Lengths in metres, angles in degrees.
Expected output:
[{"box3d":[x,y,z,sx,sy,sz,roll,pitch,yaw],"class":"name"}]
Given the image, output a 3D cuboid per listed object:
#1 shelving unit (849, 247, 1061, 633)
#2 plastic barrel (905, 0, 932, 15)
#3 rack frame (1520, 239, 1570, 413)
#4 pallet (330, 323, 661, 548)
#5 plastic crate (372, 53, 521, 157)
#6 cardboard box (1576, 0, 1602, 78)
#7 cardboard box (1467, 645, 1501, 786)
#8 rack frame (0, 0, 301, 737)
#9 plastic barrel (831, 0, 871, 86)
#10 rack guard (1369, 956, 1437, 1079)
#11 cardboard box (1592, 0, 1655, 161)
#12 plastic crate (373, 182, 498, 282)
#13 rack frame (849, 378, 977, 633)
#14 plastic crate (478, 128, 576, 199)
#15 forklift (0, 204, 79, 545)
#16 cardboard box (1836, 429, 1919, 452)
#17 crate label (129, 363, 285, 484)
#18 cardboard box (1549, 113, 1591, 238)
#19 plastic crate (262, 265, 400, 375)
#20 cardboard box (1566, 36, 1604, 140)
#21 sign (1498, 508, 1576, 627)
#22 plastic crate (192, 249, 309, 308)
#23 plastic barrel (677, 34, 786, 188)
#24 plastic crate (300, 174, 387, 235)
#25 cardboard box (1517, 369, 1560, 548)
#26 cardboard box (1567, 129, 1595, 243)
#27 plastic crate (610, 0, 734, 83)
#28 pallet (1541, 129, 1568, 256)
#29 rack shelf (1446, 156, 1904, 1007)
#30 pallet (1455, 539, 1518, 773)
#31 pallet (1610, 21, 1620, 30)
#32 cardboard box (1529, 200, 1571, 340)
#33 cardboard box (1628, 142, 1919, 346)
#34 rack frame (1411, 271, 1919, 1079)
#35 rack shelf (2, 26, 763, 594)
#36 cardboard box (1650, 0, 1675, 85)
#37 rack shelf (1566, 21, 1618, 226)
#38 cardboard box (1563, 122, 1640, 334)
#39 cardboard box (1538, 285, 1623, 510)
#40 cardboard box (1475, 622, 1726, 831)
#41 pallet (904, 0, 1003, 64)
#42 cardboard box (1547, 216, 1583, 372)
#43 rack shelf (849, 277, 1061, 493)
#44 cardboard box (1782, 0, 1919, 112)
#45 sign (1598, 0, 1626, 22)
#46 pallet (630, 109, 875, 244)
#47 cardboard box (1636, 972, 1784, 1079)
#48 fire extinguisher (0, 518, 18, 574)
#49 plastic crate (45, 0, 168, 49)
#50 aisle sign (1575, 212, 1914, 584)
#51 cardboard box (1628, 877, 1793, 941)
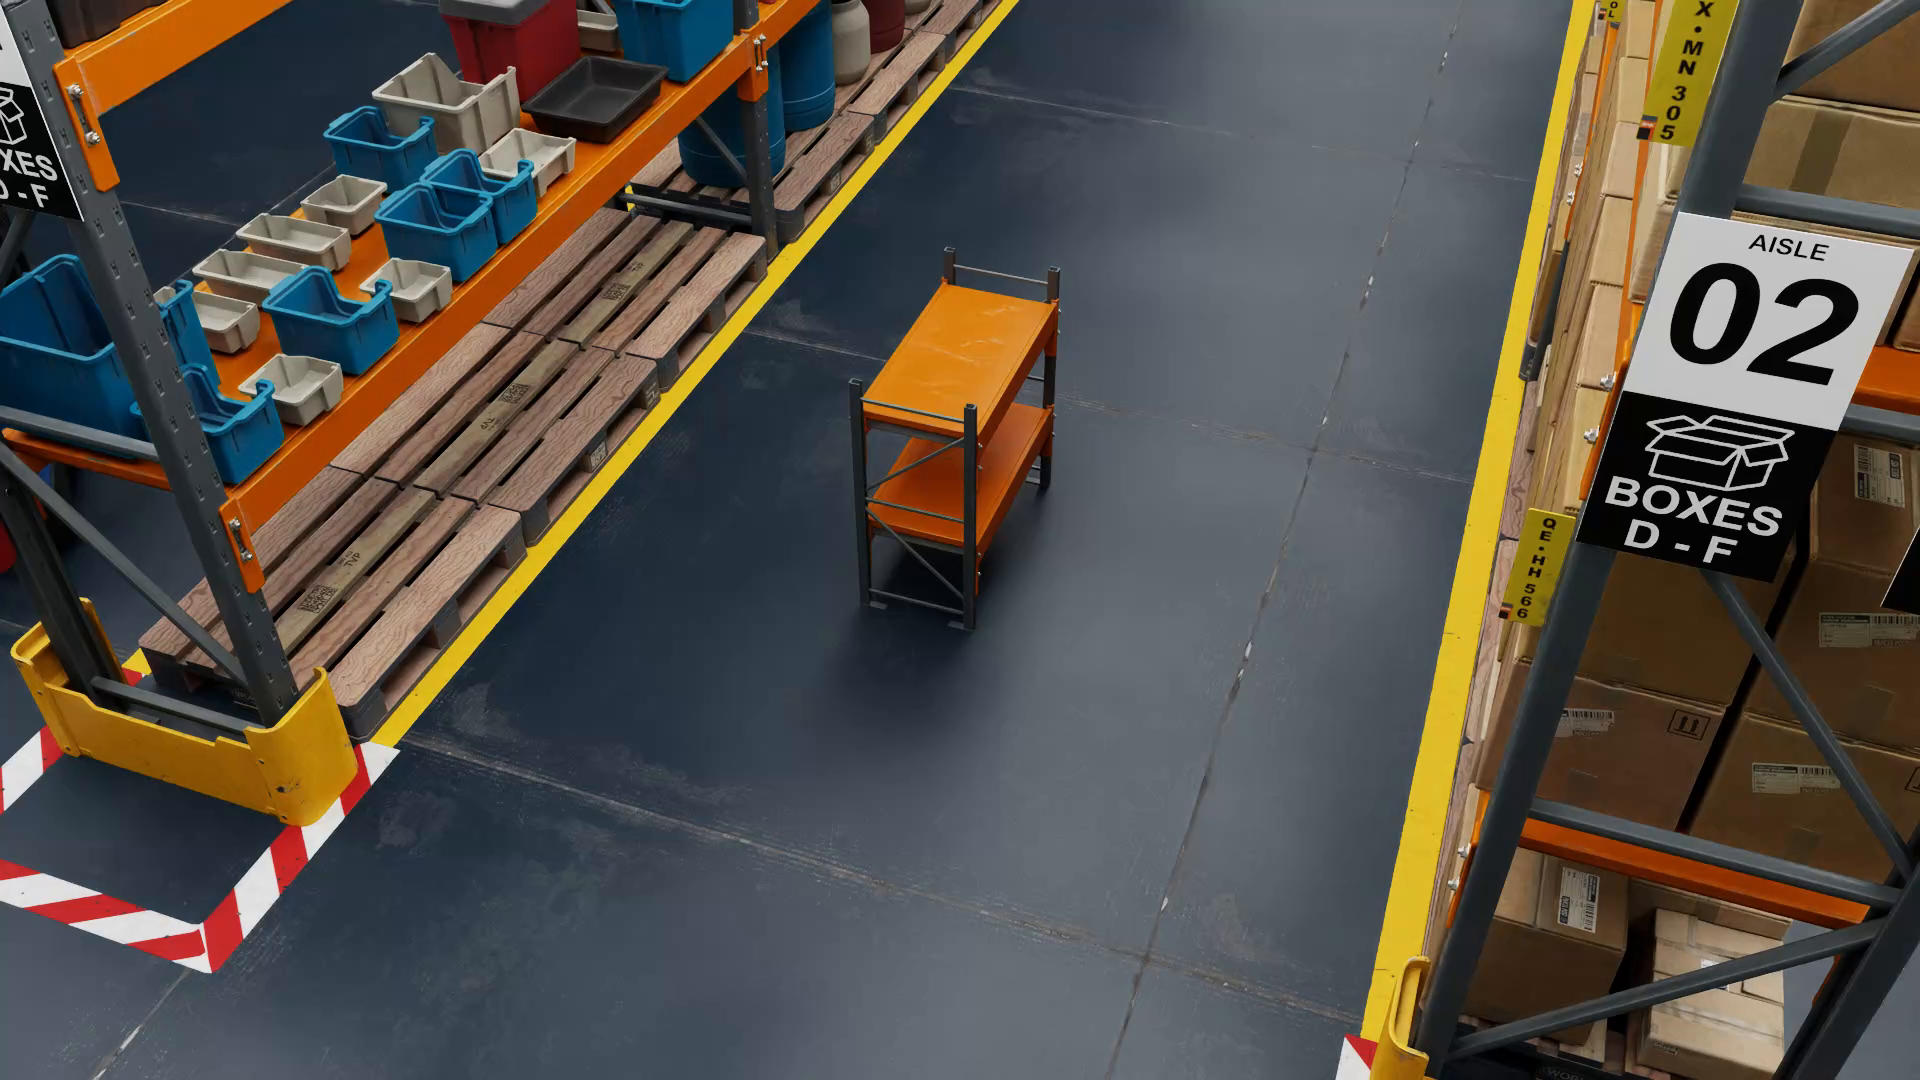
[{"box3d":[-0.002,-0.424,6.880,0.538,1.125,1.048,13,42,15],"class":"shelving unit"},{"box3d":[-0.373,-3.766,10.947,0.421,0.512,0.421,0,40,0],"class":"plastic barrel"},{"box3d":[3.173,-1.678,6.906,1.000,3.000,0.127,13,42,15],"class":"rack frame"},{"box3d":[-2.111,-0.515,7.691,1.003,0.211,1.213,13,42,15],"class":"pallet"},{"box3d":[-2.175,-1.867,7.172,0.437,0.282,0.530,13,42,15],"class":"plastic crate"},{"box3d":[4.117,-3.120,10.183,0.500,0.500,0.500,15,43,17],"class":"cardboard box"},{"box3d":[2.113,0.681,5.920,0.500,0.250,0.500,13,42,15],"class":"cardboard box"},{"box3d":[-2.848,-0.340,5.337,1.000,3.000,0.127,13,42,15],"class":"rack frame"},{"box3d":[-0.759,-3.078,10.139,0.421,0.512,0.421,0,40,0],"class":"plastic barrel"},{"box3d":[1.831,1.666,4.912,1.175,0.500,0.348,13,42,15],"class":"rack guard"},{"box3d":[2.572,-1.557,5.916,0.500,0.500,0.500,12,42,14],"class":"cardboard box"},{"box3d":[-2.004,-1.180,6.404,0.416,0.233,0.300,13,42,15],"class":"plastic crate"},{"box3d":[-0.176,-0.114,6.517,0.500,1.125,0.032,13,42,15],"class":"rack frame"},{"box3d":[-1.793,-1.573,6.940,0.293,0.136,0.466,13,42,15],"class":"plastic crate"},{"box3d":[-4.900,-1.814,7.117,1.130,2.935,3.031,-16,43,-18],"class":"forklift"},{"box3d":[2.377,-0.189,4.314,0.500,0.500,0.500,14,42,16],"class":"cardboard box"},{"box3d":[-2.454,-0.377,5.463,0.416,0.233,0.303,13,42,15],"class":"crate label"},{"box3d":[3.421,-1.864,8.711,0.500,0.500,0.500,14,42,16],"class":"cardboard box"},{"box3d":[-2.229,-0.778,5.934,0.416,0.233,0.300,13,42,15],"class":"plastic crate"},{"box3d":[3.767,-2.495,9.450,0.500,0.500,0.500,13,42,15],"class":"cardboard box"},{"box3d":[1.291,0.066,3.727,0.100,0.325,0.005,13,42,15],"class":"sign"},{"box3d":[-2.627,-0.974,6.237,0.396,0.136,0.243,13,42,15],"class":"plastic crate"},{"box3d":[-1.278,-2.469,9.126,0.600,0.901,0.708,13,42,15],"class":"plastic barrel"},{"box3d":[-2.471,-1.334,6.659,0.298,0.136,0.250,13,42,15],"class":"plastic crate"},{"box3d":[2.053,-0.230,5.132,0.500,0.500,0.500,14,42,15],"class":"cardboard box"},{"box3d":[2.743,-1.466,6.580,0.500,0.500,0.500,14,43,16],"class":"cardboard box"},{"box3d":[-1.319,-2.436,7.760,0.392,0.384,0.575,13,42,15],"class":"plastic crate"},{"box3d":[3.831,-1.868,9.277,1.003,0.211,1.213,13,42,15],"class":"pallet"},{"box3d":[2.489,-0.185,5.709,1.077,0.370,4.000,13,42,15],"class":"rack shelf"},{"box3d":[2.522,0.548,6.445,1.003,0.211,1.213,13,42,15],"class":"pallet"},{"box3d":[3.880,-2.858,8.436,1.003,0.211,1.213,13,42,15],"class":"pallet"},{"box3d":[3.073,-1.259,8.002,0.500,0.500,0.500,13,42,15],"class":"cardboard box"},{"box3d":[1.733,-0.694,3.557,0.500,0.250,0.500,13,42,15],"class":"cardboard box"},{"box3d":[1.805,0.762,4.046,1.000,3.000,0.127,13,42,15],"class":"rack frame"},{"box3d":[-2.164,-1.286,7.001,1.077,0.370,4.000,13,42,15],"class":"rack shelf"},{"box3d":[2.073,-1.305,4.273,0.500,0.250,0.500,13,42,15],"class":"cardboard box"},{"box3d":[3.857,-2.624,8.569,1.077,0.370,4.000,13,42,15],"class":"rack shelf"},{"box3d":[2.220,-0.928,5.179,0.500,0.500,0.500,15,43,16],"class":"cardboard box"},{"box3d":[1.871,-0.298,4.440,0.500,0.500,0.500,14,43,16],"class":"cardboard box"},{"box3d":[1.703,0.390,4.405,0.500,0.500,0.500,15,43,16],"class":"cardboard box"},{"box3d":[-0.343,-3.668,11.387,1.003,0.211,1.213,13,42,15],"class":"pallet"},{"box3d":[2.398,-0.848,5.856,0.500,0.500,0.500,13,42,15],"class":"cardboard box"},{"box3d":[-0.002,-0.646,6.690,0.538,0.278,1.000,13,42,15],"class":"rack shelf"},{"box3d":[1.966,-1.115,3.087,0.700,0.500,0.500,13,42,15],"class":"cardboard box"},{"box3d":[2.650,-2.240,6.672,0.100,0.325,0.005,13,42,15],"class":"sign"},{"box3d":[-1.177,-2.180,9.643,1.003,0.211,1.213,13,42,15],"class":"pallet"},{"box3d":[2.272,1.500,5.039,0.380,0.149,0.250,13,42,15],"class":"cardboard box"},{"box3d":[-3.327,-0.178,5.494,0.296,0.674,0.183,13,42,15],"class":"fire extinguisher"},{"box3d":[-2.454,-1.604,4.609,0.497,0.269,0.590,13,42,15],"class":"plastic crate"},{"box3d":[1.494,-0.254,3.233,0.394,0.787,0.004,13,42,15],"class":"aisle sign"},{"box3d":[2.429,1.067,5.468,0.500,0.250,0.500,13,42,15],"class":"cardboard box"}]
